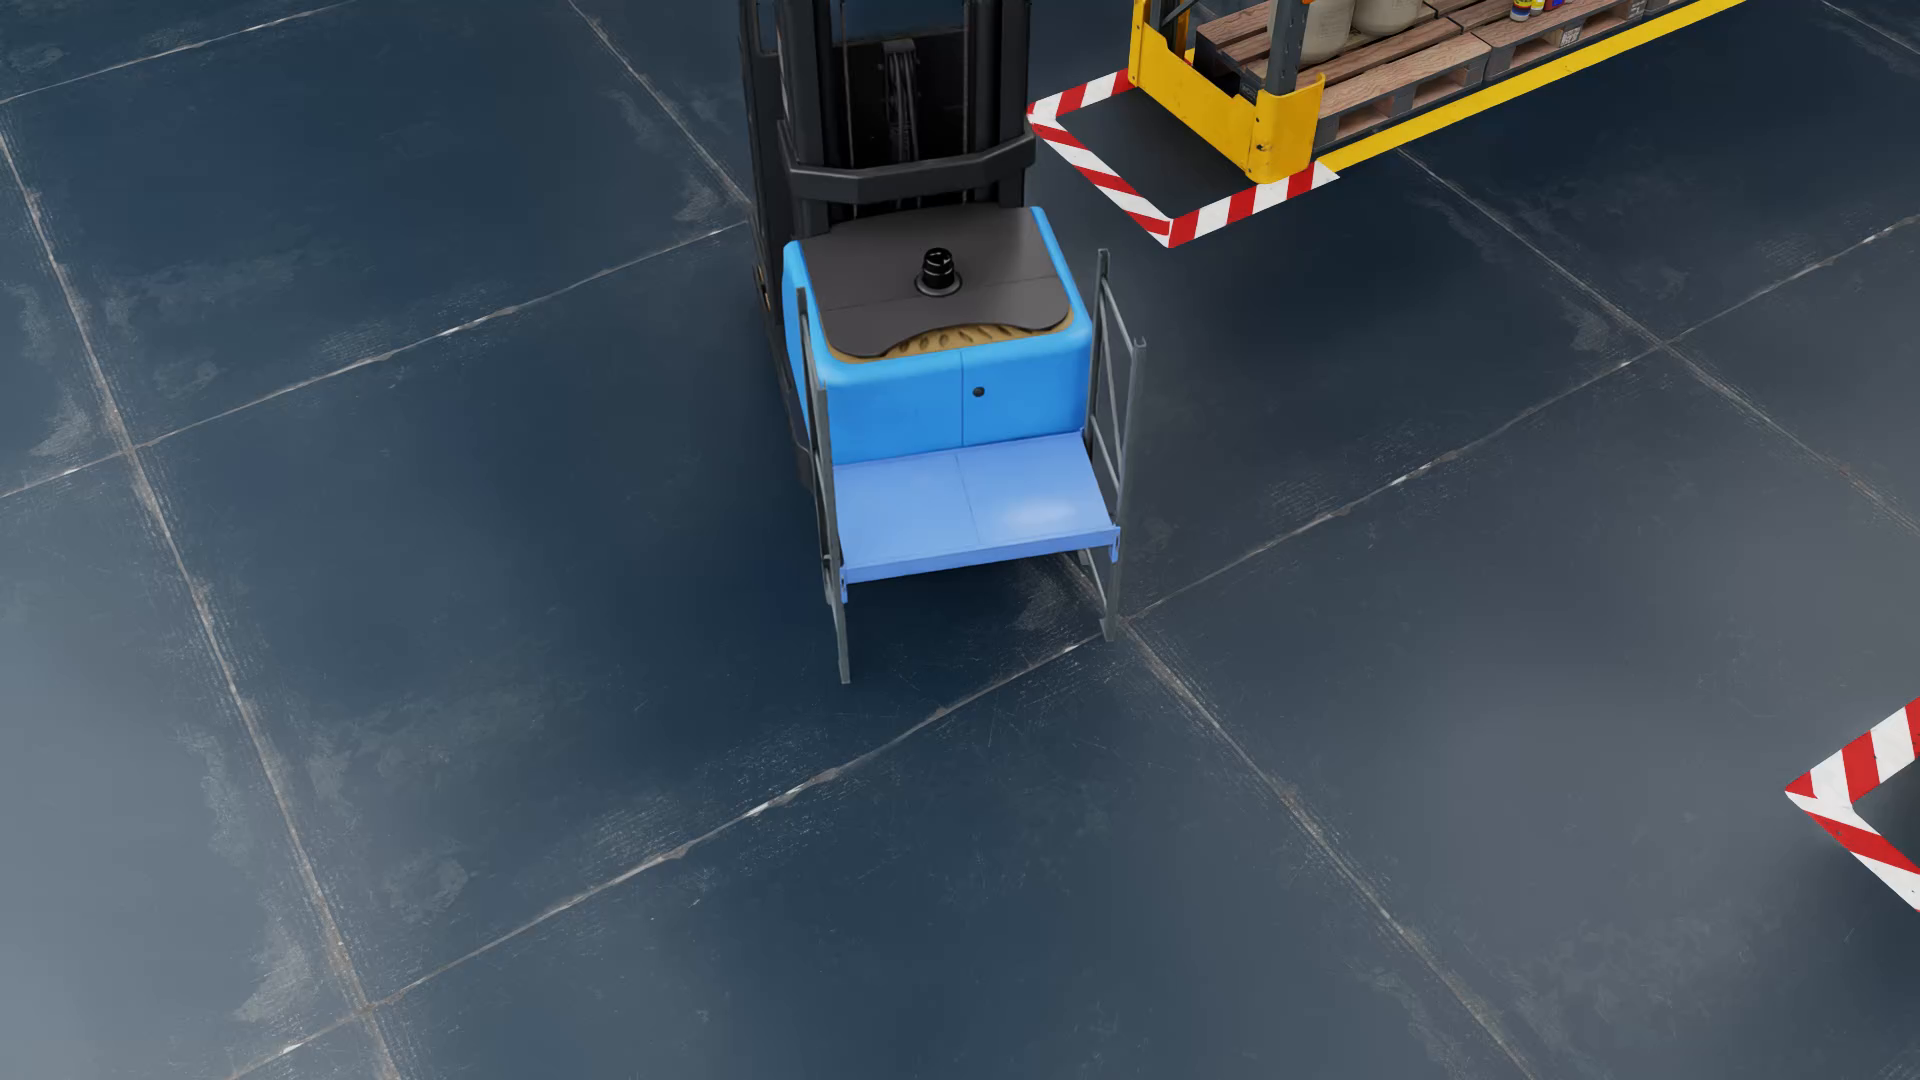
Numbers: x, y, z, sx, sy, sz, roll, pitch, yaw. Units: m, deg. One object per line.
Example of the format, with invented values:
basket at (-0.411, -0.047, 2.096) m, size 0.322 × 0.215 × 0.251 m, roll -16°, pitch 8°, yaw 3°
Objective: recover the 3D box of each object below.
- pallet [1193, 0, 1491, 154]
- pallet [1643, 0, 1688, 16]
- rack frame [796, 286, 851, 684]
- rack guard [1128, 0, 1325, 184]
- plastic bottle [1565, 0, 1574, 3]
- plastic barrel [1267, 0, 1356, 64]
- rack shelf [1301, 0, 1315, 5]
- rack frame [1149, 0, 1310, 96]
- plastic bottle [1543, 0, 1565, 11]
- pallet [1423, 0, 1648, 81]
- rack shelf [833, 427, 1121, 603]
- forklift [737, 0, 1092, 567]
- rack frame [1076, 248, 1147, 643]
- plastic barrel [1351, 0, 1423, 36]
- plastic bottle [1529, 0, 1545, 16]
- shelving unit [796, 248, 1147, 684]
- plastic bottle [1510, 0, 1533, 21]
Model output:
pallet at (2.019, -2.578, 8.850) m, size 1.213 × 0.211 × 1.003 m, roll -25°, pitch 53°, yaw -21°
pallet at (4.083, -3.550, 9.716) m, size 1.213 × 0.211 × 1.003 m, roll -25°, pitch 53°, yaw -21°
rack frame at (-0.473, -0.145, 5.820) m, size 0.032 × 1.500 × 0.500 m, roll -8°, pitch 49°, yaw -7°
rack guard at (1.329, -2.354, 8.457) m, size 0.348 × 0.500 × 1.175 m, roll -25°, pitch 53°, yaw -21°
plastic bottle at (3.279, -3.026, 8.914) m, size 0.097 × 0.271 × 0.097 m, roll 0°, pitch 48°, yaw 0°
plastic barrel at (1.806, -2.748, 8.519) m, size 0.421 × 0.512 × 0.421 m, roll 0°, pitch 48°, yaw 0°
rack shelf at (2.981, -3.683, 8.448) m, size 4.000 × 0.370 × 1.077 m, roll -25°, pitch 53°, yaw -21°
rack frame at (1.290, -3.125, 7.470) m, size 0.127 × 3.000 × 1.000 m, roll -25°, pitch 53°, yaw -21°
plastic bottle at (3.191, -2.973, 8.858) m, size 0.133 × 0.283 × 0.061 m, roll -24°, pitch 53°, yaw -20°
pallet at (3.050, -3.061, 9.280) m, size 1.213 × 0.211 × 1.003 m, roll -25°, pitch 53°, yaw -21°
rack shelf at (0.026, -0.099, 6.020) m, size 1.000 × 0.185 × 0.538 m, roll -8°, pitch 49°, yaw -7°
forklift at (-0.332, -1.988, 6.503) m, size 1.130 × 2.935 × 3.031 m, roll -10°, pitch 49°, yaw -9°
rack frame at (0.525, -0.292, 5.951) m, size 0.032 × 1.500 × 0.500 m, roll -8°, pitch 49°, yaw -7°
plastic barrel at (2.230, -2.948, 8.697) m, size 0.421 × 0.512 × 0.421 m, roll 0°, pitch 48°, yaw 0°
plastic bottle at (3.077, -2.908, 8.856) m, size 0.097 × 0.201 × 0.097 m, roll 0°, pitch 48°, yaw 0°
shelving unit at (0.026, -0.218, 5.885) m, size 1.048 × 1.500 × 0.538 m, roll -8°, pitch 49°, yaw -7°
plastic bottle at (2.990, -2.890, 8.793) m, size 0.097 × 0.271 × 0.097 m, roll 0°, pitch 48°, yaw 0°
